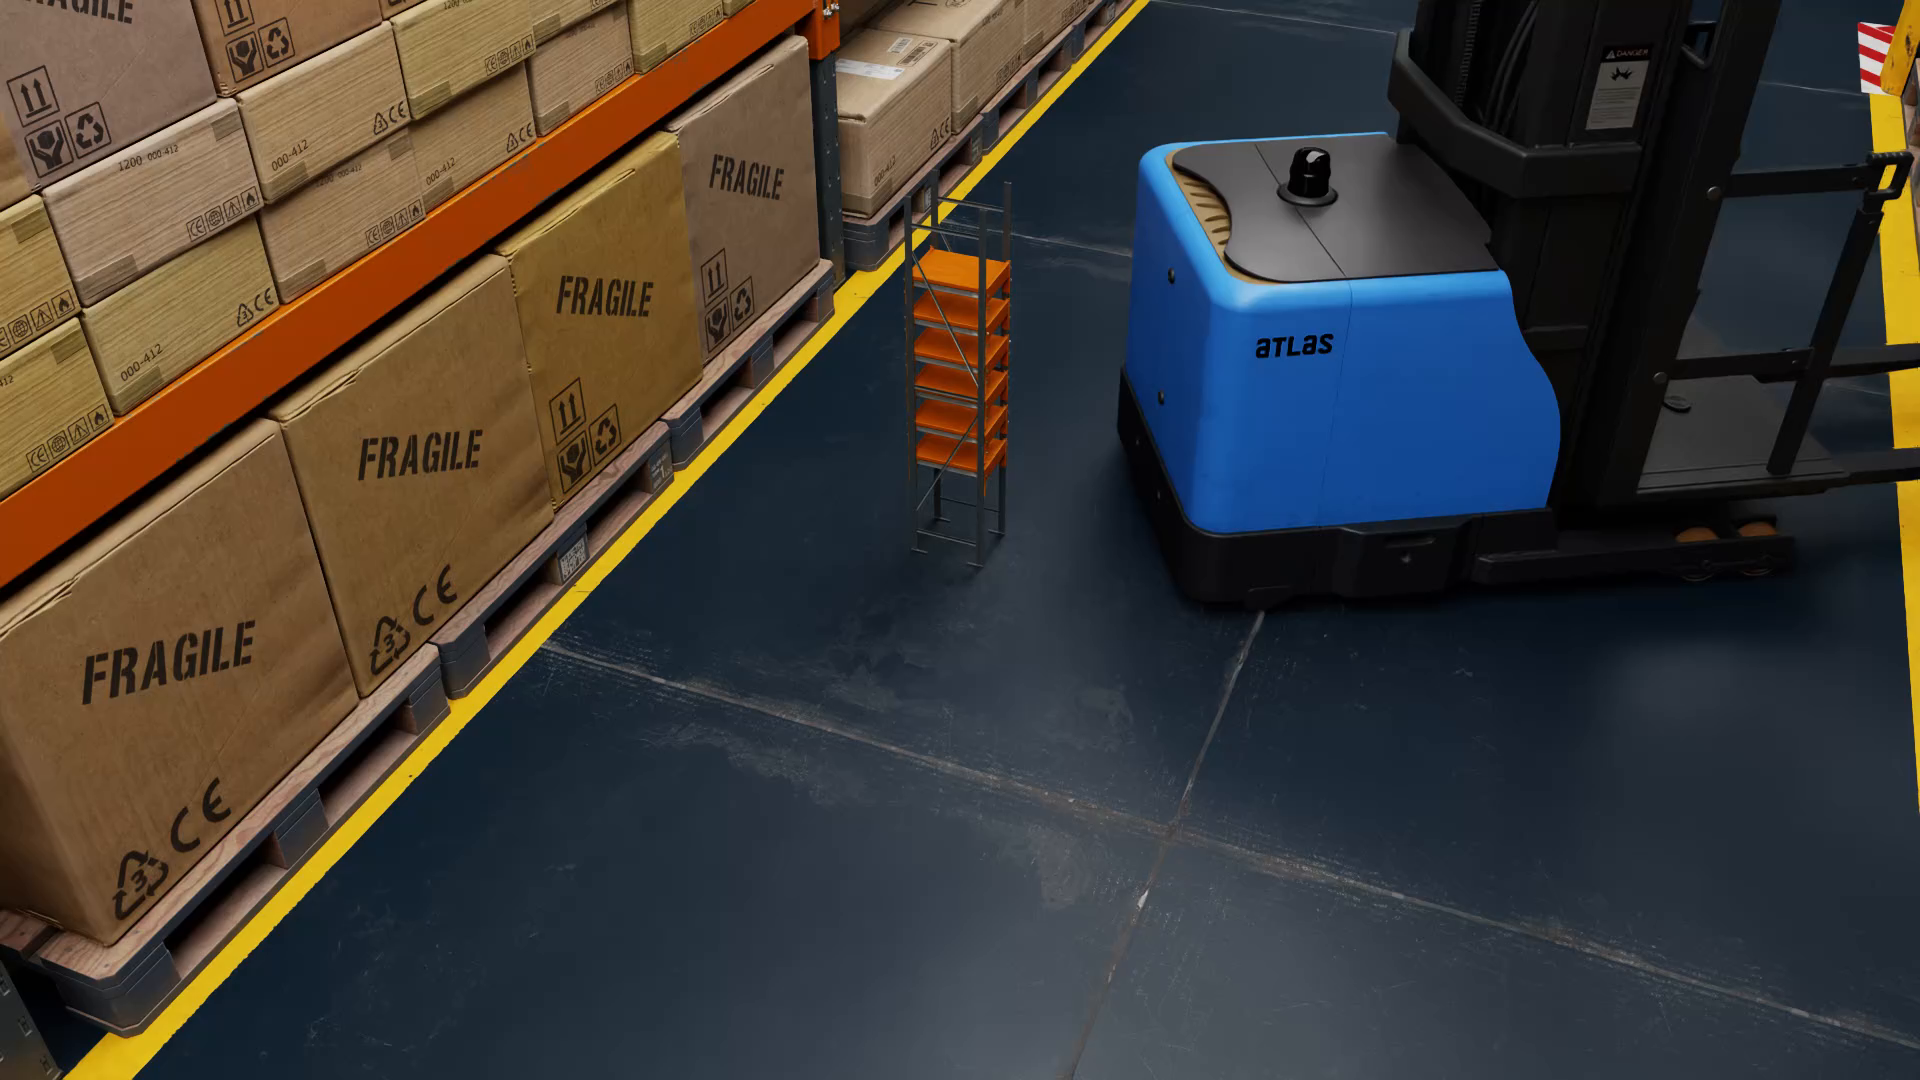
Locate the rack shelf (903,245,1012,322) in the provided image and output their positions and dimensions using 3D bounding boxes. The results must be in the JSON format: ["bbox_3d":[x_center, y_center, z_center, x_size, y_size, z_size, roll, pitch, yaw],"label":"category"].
[{"bbox_3d":[-0.005,-0.725,4.691,0.258,0.103,0.180,14,39,18],"label":"rack shelf"}]

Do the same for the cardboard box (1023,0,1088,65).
[{"bbox_3d":[0.083,-2.774,8.245,0.875,0.438,0.875,15,39,19],"label":"cardboard box"}]

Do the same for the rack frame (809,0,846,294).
[{"bbox_3d":[-0.940,-2.314,5.841,1.000,3.000,0.127,14,39,18],"label":"rack frame"}]

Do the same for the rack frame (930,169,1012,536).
[{"bbox_3d":[0.029,-0.523,4.948,0.240,1.200,0.006,14,39,18],"label":"rack frame"}]

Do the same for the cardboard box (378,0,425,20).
[{"bbox_3d":[-1.462,-1.596,3.961,0.500,0.500,0.500,14,39,18],"label":"cardboard box"}]

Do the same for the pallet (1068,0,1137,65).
[{"bbox_3d":[0.350,-2.952,9.023,1.003,0.211,1.213,14,39,18],"label":"pallet"}]

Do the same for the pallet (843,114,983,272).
[{"bbox_3d":[-0.578,-1.601,7.215,1.003,0.211,1.213,14,39,18],"label":"pallet"}]

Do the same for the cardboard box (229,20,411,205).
[{"bbox_3d":[-1.642,-1.023,3.821,0.500,0.250,0.500,14,39,18],"label":"cardboard box"}]

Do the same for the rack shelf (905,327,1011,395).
[{"bbox_3d":[-0.005,-0.533,4.835,0.258,0.103,0.180,14,39,18],"label":"rack shelf"}]

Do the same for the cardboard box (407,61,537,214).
[{"bbox_3d":[-1.475,-1.105,4.348,0.500,0.250,0.500,14,39,18],"label":"cardboard box"}]

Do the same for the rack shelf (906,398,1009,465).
[{"bbox_3d":[-0.006,-0.341,4.979,0.258,0.103,0.180,14,39,18],"label":"rack shelf"}]

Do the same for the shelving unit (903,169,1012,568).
[{"bbox_3d":[-0.005,-0.473,4.880,0.258,1.200,0.189,14,39,18],"label":"shelving unit"}]

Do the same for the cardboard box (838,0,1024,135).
[{"bbox_3d":[-0.262,-2.275,7.578,0.875,0.438,0.875,13,39,16],"label":"cardboard box"}]

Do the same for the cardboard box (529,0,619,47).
[{"bbox_3d":[-1.258,-1.589,4.577,0.500,0.250,0.500,15,39,19],"label":"cardboard box"}]

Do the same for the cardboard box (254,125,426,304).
[{"bbox_3d":[-1.659,-0.831,3.981,0.500,0.250,0.500,15,39,19],"label":"cardboard box"}]

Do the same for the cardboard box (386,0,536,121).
[{"bbox_3d":[-1.437,-1.301,4.193,0.500,0.250,0.500,15,39,19],"label":"cardboard box"}]

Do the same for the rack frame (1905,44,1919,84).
[{"bbox_3d":[5.174,-3.400,7.294,1.000,3.000,0.127,14,39,18],"label":"rack frame"}]

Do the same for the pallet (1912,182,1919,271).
[{"bbox_3d":[4.377,-1.127,6.581,1.003,0.211,1.213,14,39,18],"label":"pallet"}]

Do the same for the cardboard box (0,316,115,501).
[{"bbox_3d":[-2.043,-0.253,3.209,0.500,0.250,0.500,13,39,17],"label":"cardboard box"}]

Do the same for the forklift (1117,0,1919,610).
[{"bbox_3d":[2.090,-1.358,4.619,3.031,2.935,1.130,-5,37,-6],"label":"forklift"}]

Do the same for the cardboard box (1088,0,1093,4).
[{"bbox_3d":[0.423,-3.283,8.926,0.875,0.438,0.875,13,39,16],"label":"cardboard box"}]

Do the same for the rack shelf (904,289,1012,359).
[{"bbox_3d":[-0.005,-0.629,4.763,0.258,0.103,0.180,14,39,18],"label":"rack shelf"}]

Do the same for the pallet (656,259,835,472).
[{"bbox_3d":[-1.164,-0.753,6.081,1.003,0.211,1.213,14,39,18],"label":"pallet"}]

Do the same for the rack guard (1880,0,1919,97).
[{"bbox_3d":[5.145,-2.357,7.986,1.175,0.500,0.348,14,39,18],"label":"rack guard"}]

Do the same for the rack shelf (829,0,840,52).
[{"bbox_3d":[-0.179,-3.134,7.538,1.077,0.370,4.000,14,39,18],"label":"rack shelf"}]

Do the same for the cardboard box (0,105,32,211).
[{"bbox_3d":[-2.048,-0.758,2.840,0.500,0.500,0.500,13,39,16],"label":"cardboard box"}]

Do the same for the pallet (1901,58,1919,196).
[{"bbox_3d":[4.842,-1.800,7.482,1.003,0.211,1.213,14,39,18],"label":"pallet"}]

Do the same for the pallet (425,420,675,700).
[{"bbox_3d":[-1.627,-0.075,5.174,1.003,0.211,1.213,14,39,18],"label":"pallet"}]

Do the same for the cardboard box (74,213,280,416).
[{"bbox_3d":[-1.864,-0.542,3.594,0.500,0.250,0.500,13,39,16],"label":"cardboard box"}]

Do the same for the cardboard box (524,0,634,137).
[{"bbox_3d":[-1.282,-1.392,4.732,0.500,0.250,0.500,13,39,17],"label":"cardboard box"}]

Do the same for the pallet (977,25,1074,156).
[{"bbox_3d":[-0.116,-2.278,8.122,1.003,0.211,1.213,14,39,18],"label":"pallet"}]

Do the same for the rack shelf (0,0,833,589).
[{"bbox_3d":[-1.701,-0.919,4.575,1.077,0.370,4.000,14,39,18],"label":"rack shelf"}]

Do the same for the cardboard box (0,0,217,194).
[{"bbox_3d":[-1.868,-1.034,3.210,0.500,0.500,0.500,14,39,18],"label":"cardboard box"}]

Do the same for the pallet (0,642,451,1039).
[{"bbox_3d":[-2.092,0.598,4.274,1.003,0.211,1.213,14,39,18],"label":"pallet"}]

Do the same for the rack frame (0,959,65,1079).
[{"bbox_3d":[-2.462,-0.100,2.878,1.000,3.000,0.127,14,39,18],"label":"rack frame"}]

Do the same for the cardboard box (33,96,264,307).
[{"bbox_3d":[-1.843,-0.750,3.456,0.500,0.250,0.500,15,39,19],"label":"cardboard box"}]

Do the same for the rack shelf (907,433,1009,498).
[{"bbox_3d":[-0.006,-0.245,5.050,0.258,0.103,0.180,14,39,18],"label":"rack shelf"}]

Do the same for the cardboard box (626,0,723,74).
[{"bbox_3d":[-1.072,-1.667,5.100,0.500,0.250,0.500,13,39,17],"label":"cardboard box"}]

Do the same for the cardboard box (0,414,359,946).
[{"bbox_3d":[-2.122,0.220,3.875,0.875,0.875,0.875,14,39,17],"label":"cardboard box"}]

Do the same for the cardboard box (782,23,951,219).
[{"bbox_3d":[-0.602,-1.780,6.915,0.875,0.438,0.875,13,39,17],"label":"cardboard box"}]

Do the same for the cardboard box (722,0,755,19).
[{"bbox_3d":[-0.878,-1.949,5.477,0.500,0.250,0.500,13,39,17],"label":"cardboard box"}]

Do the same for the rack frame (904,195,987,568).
[{"bbox_3d":[-0.040,-0.422,4.812,0.240,1.200,0.006,14,39,18],"label":"rack frame"}]

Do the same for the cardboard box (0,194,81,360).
[{"bbox_3d":[-2.041,-0.464,3.073,0.500,0.250,0.500,14,39,17],"label":"cardboard box"}]

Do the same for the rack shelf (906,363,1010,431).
[{"bbox_3d":[-0.005,-0.437,4.907,0.258,0.103,0.180,14,39,18],"label":"rack shelf"}]

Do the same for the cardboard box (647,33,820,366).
[{"bbox_3d":[-1.102,-1.270,5.868,0.875,0.875,0.875,15,39,19],"label":"cardboard box"}]

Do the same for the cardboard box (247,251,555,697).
[{"bbox_3d":[-1.779,-0.273,4.534,0.875,0.875,0.875,14,39,18],"label":"cardboard box"}]

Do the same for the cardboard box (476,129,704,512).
[{"bbox_3d":[-1.439,-0.768,5.196,0.875,0.875,0.875,15,39,19],"label":"cardboard box"}]

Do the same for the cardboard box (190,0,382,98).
[{"bbox_3d":[-1.657,-1.317,3.588,0.500,0.500,0.500,15,39,19],"label":"cardboard box"}]
